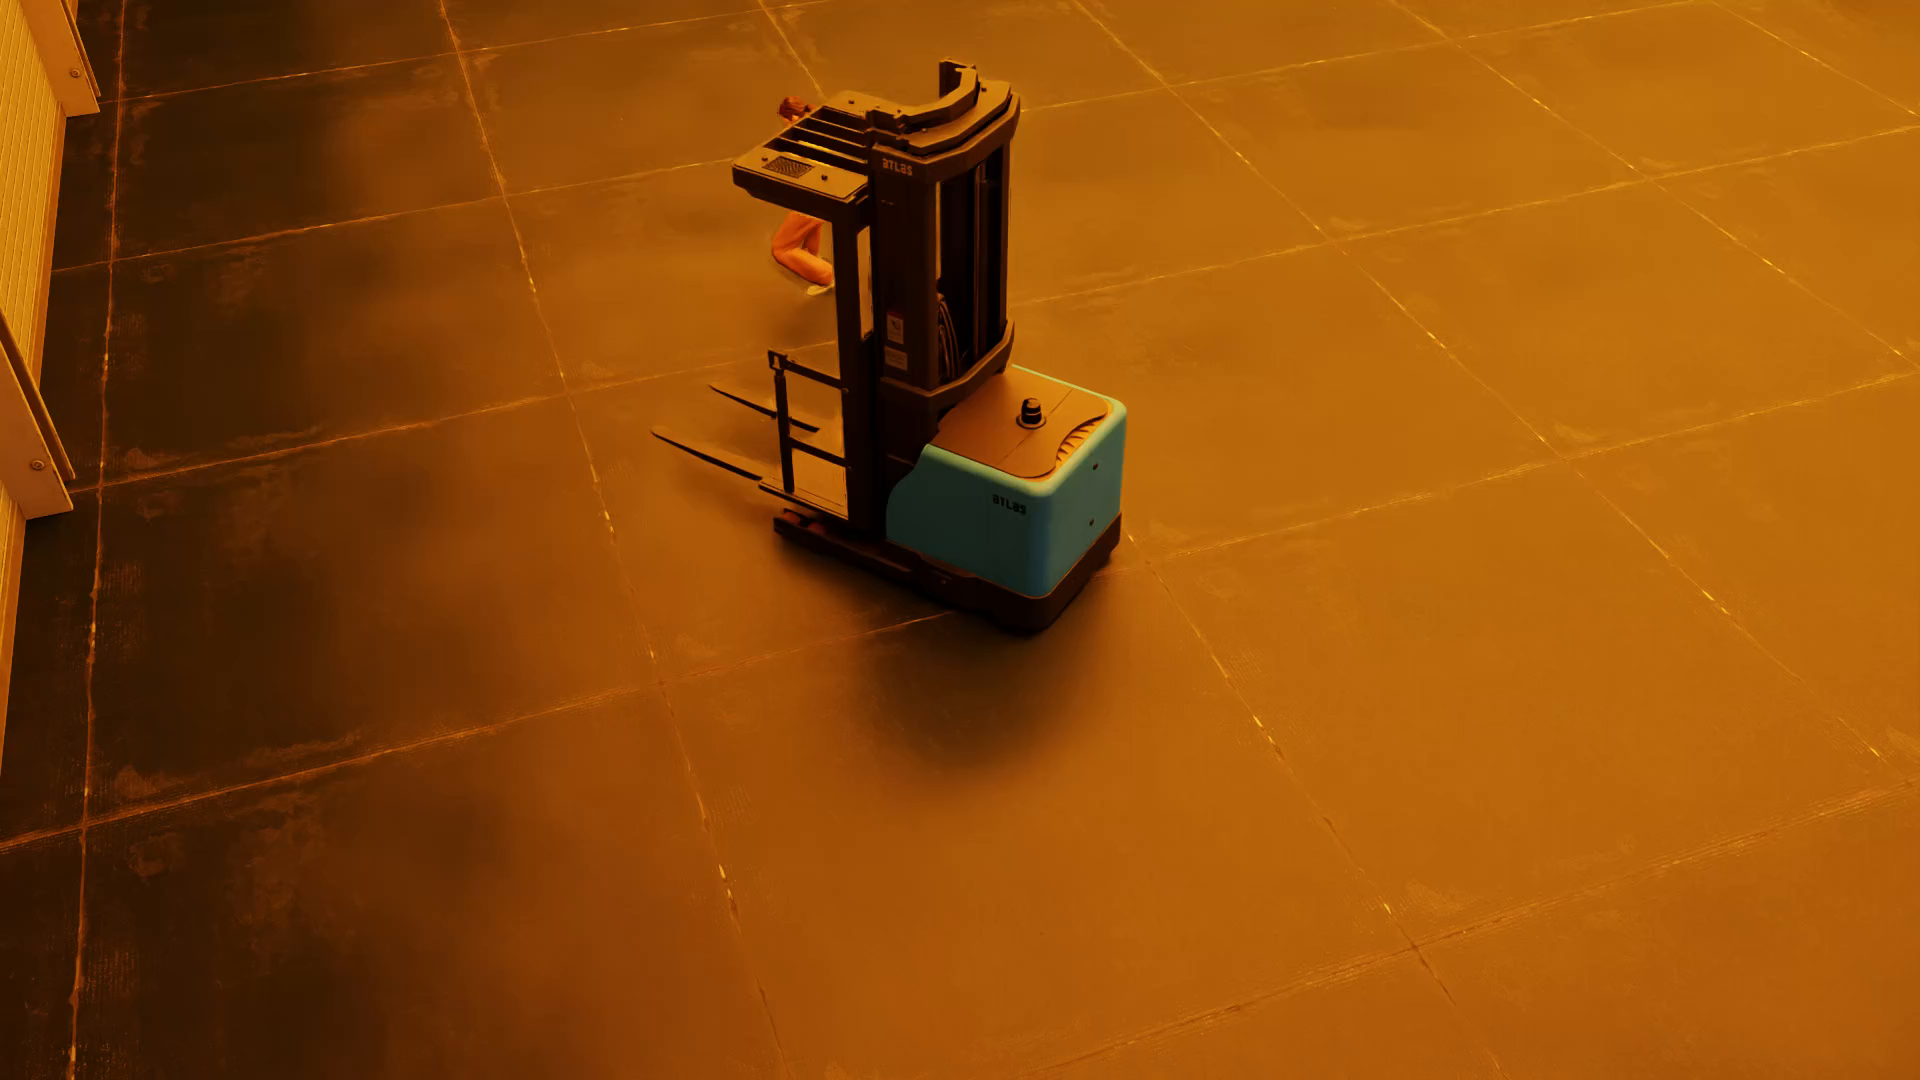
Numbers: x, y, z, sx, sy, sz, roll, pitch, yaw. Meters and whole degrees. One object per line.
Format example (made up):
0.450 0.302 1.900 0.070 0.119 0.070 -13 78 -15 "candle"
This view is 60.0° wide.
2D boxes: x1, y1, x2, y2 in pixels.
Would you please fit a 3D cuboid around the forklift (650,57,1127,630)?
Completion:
-0.548 -1.328 9.577 3.031 2.935 1.130 22 45 24 "forklift"

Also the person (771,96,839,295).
-1.117 -2.447 12.087 0.712 1.419 1.069 20 44 22 "person"
